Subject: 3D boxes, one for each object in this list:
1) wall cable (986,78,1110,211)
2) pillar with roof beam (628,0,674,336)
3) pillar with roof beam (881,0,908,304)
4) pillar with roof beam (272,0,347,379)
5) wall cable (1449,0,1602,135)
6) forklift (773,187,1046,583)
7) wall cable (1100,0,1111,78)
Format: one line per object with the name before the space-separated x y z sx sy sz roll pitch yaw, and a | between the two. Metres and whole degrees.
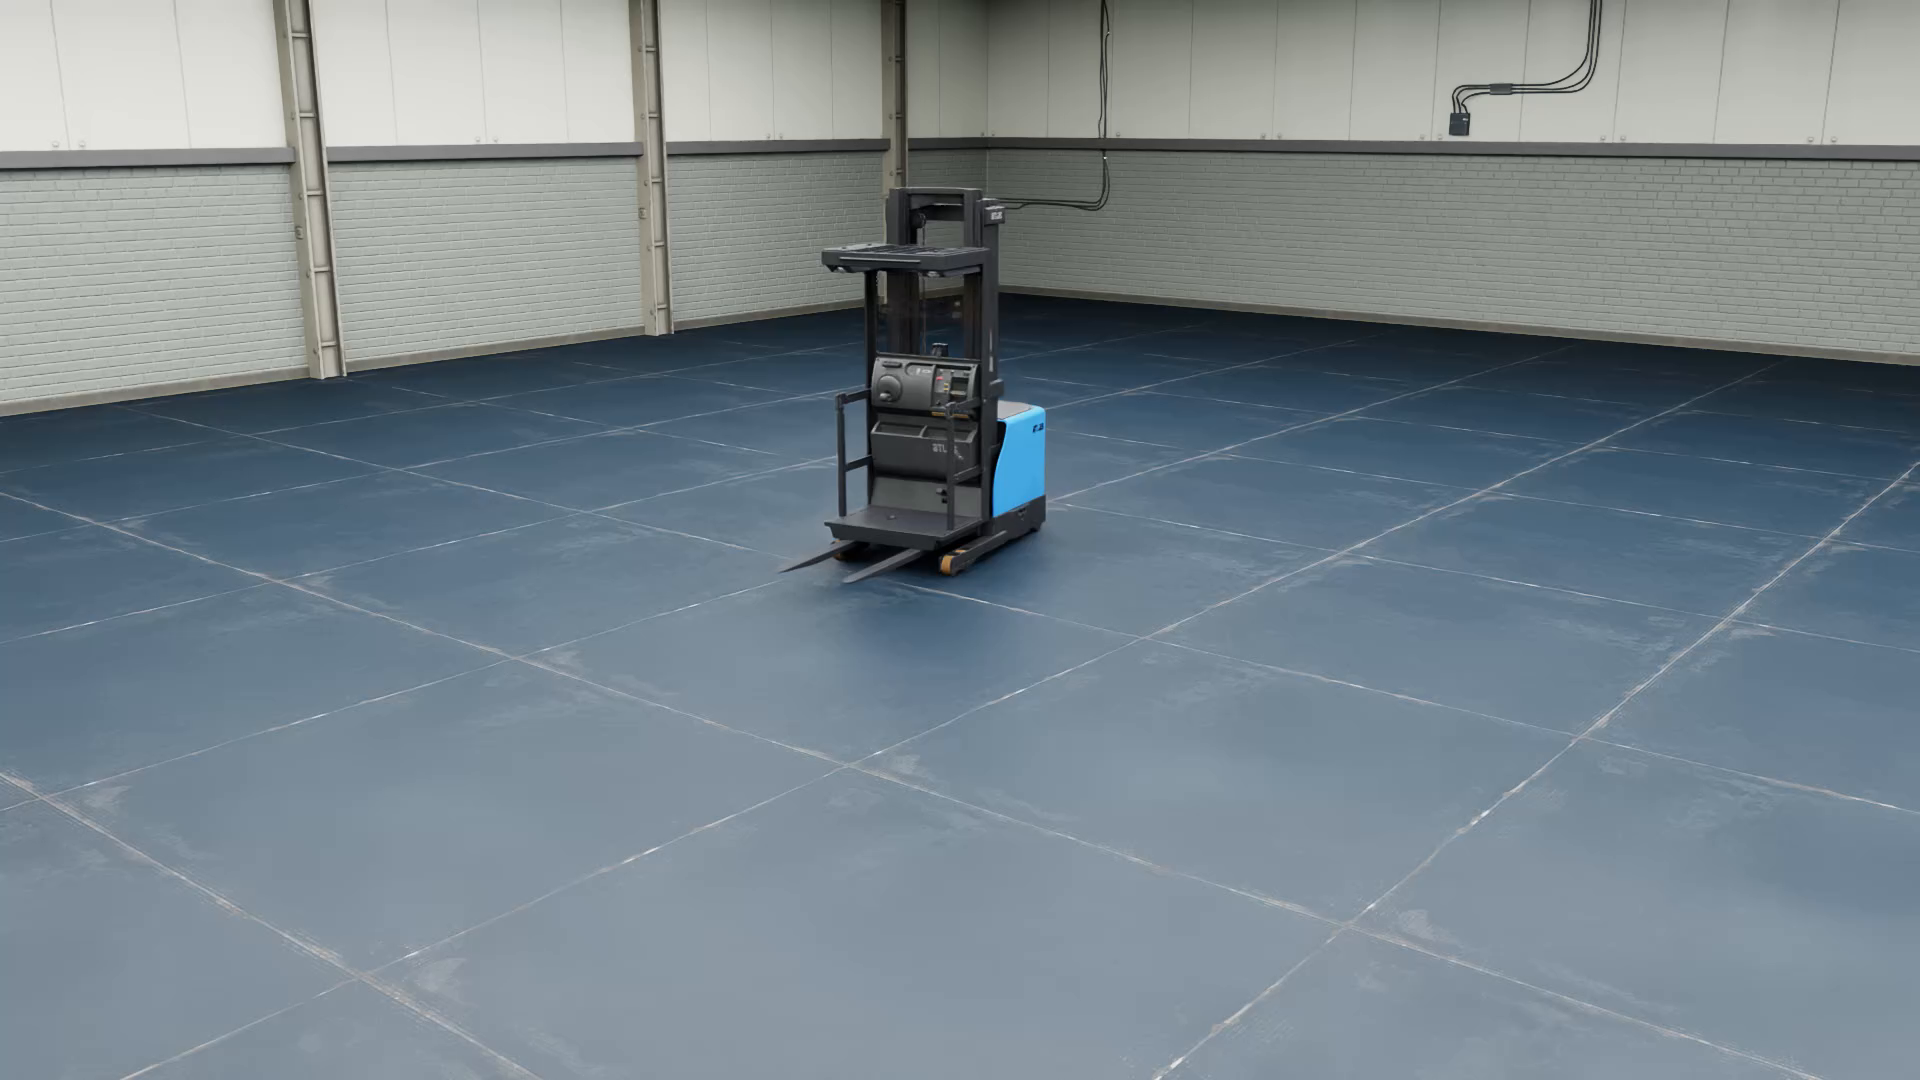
wall cable | 1.659 -7.783 32.790 3.097 2.526 0.112 11 18 38
pillar with roof beam | -1.643 -7.113 23.847 9.100 9.000 0.400 11 18 38
pillar with roof beam | 2.128 -8.262 28.370 9.100 9.000 0.400 11 18 38
pillar with roof beam | -5.414 -5.964 19.324 9.100 9.000 0.400 11 18 38
wall cable | 9.034 -9.464 26.194 2.305 6.003 0.169 11 18 38
forklift | -0.386 -1.264 13.145 1.130 2.935 3.031 7 16 27
wall cable | 3.764 -9.812 30.520 3.097 2.526 0.112 11 18 38
